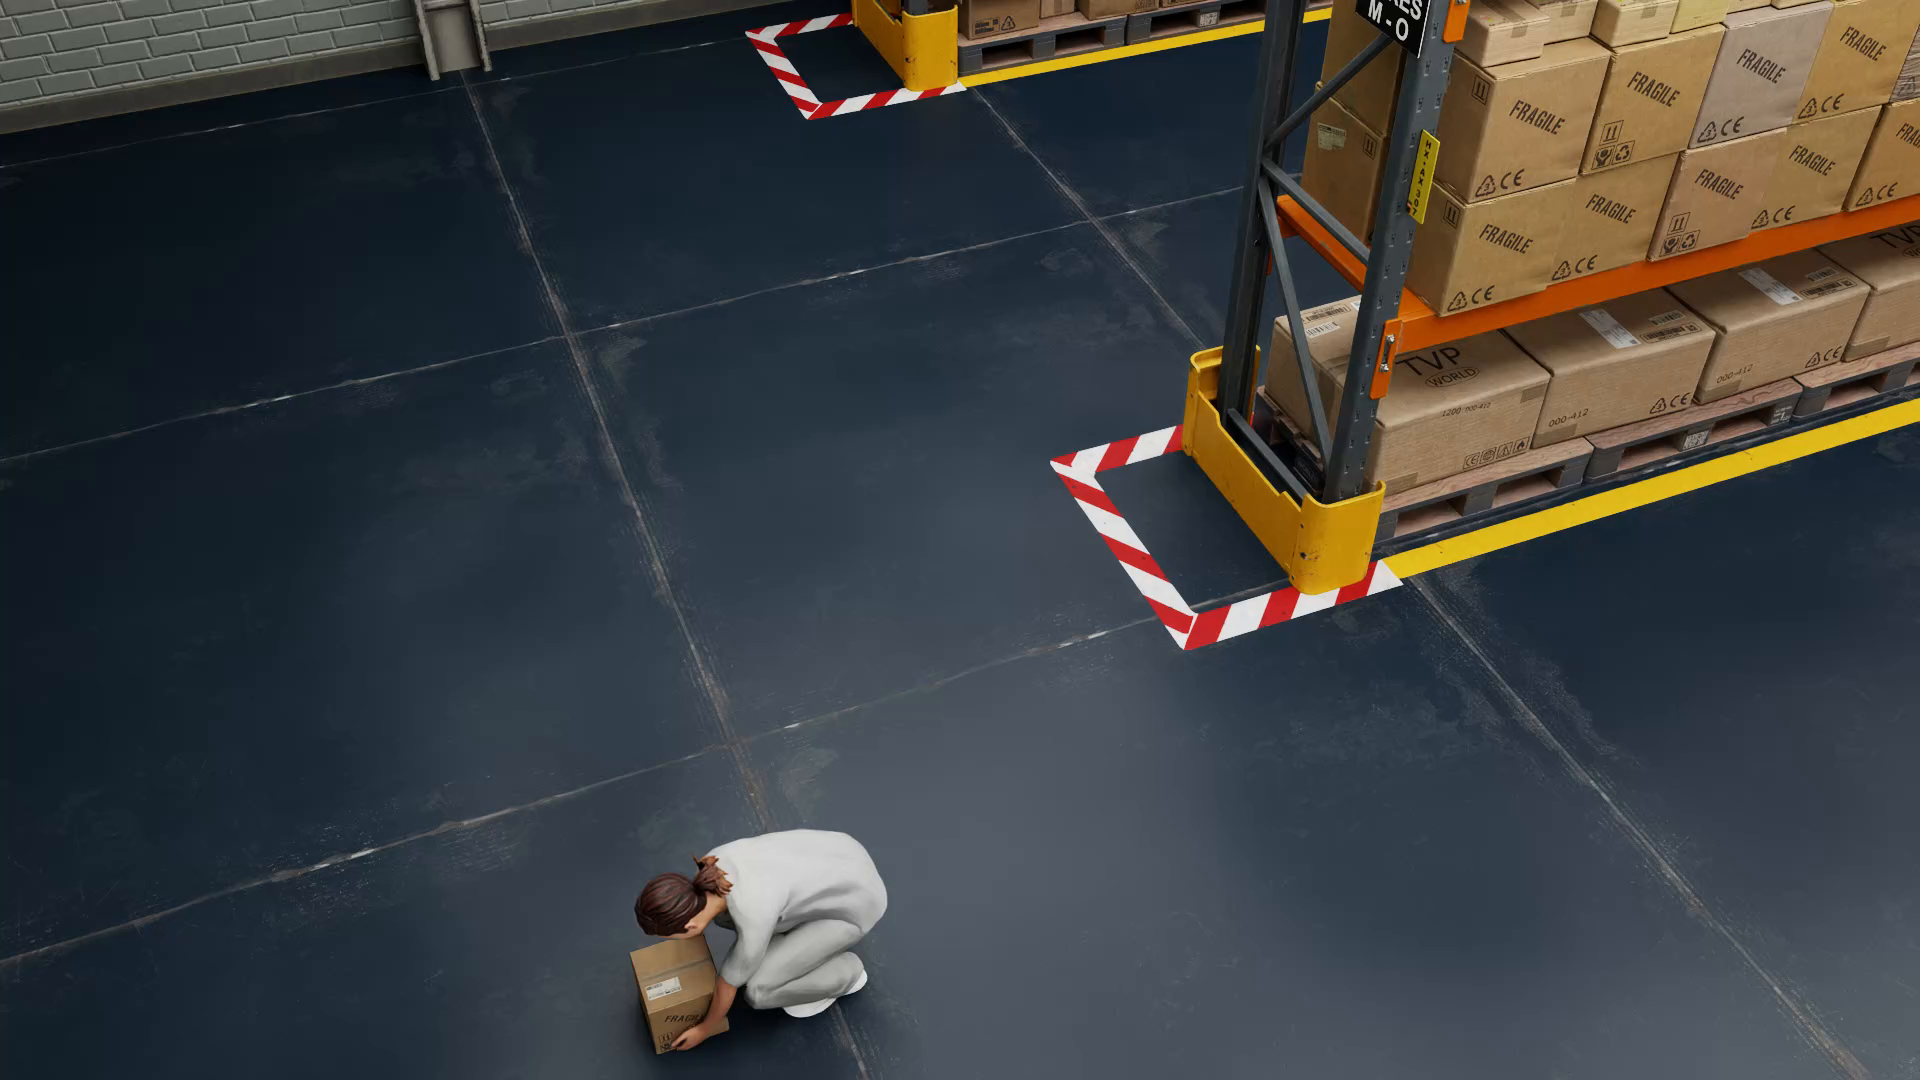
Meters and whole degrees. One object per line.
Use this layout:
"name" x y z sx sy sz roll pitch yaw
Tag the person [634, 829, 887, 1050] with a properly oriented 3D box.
"person" -0.639 1.250 5.468 0.813 0.809 0.478 -15 44 -17
